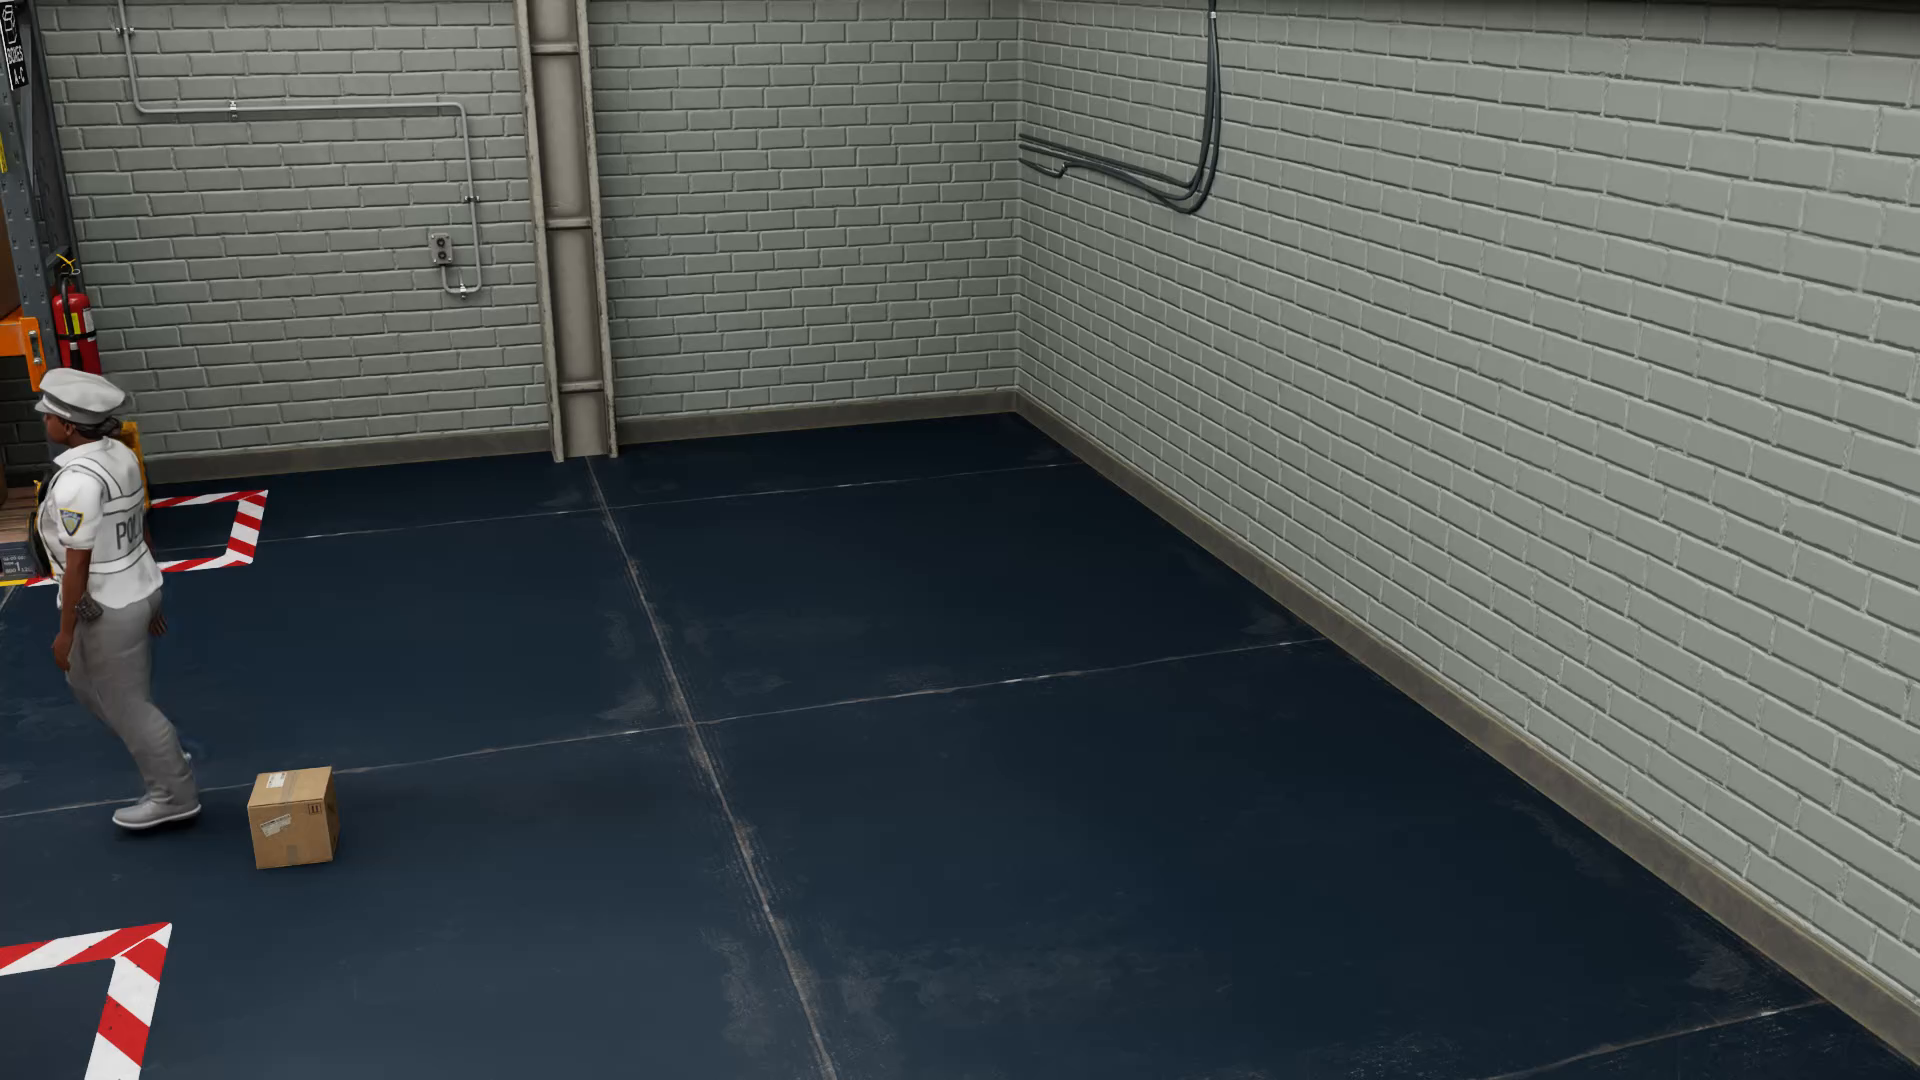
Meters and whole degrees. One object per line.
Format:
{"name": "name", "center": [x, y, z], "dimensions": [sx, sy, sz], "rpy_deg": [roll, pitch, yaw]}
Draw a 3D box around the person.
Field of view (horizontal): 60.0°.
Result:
{"name": "person", "center": [-2.999, 0.242, 5.803], "dimensions": [0.439, 1.718, 0.433], "rpy_deg": [-3, 20, -9]}
